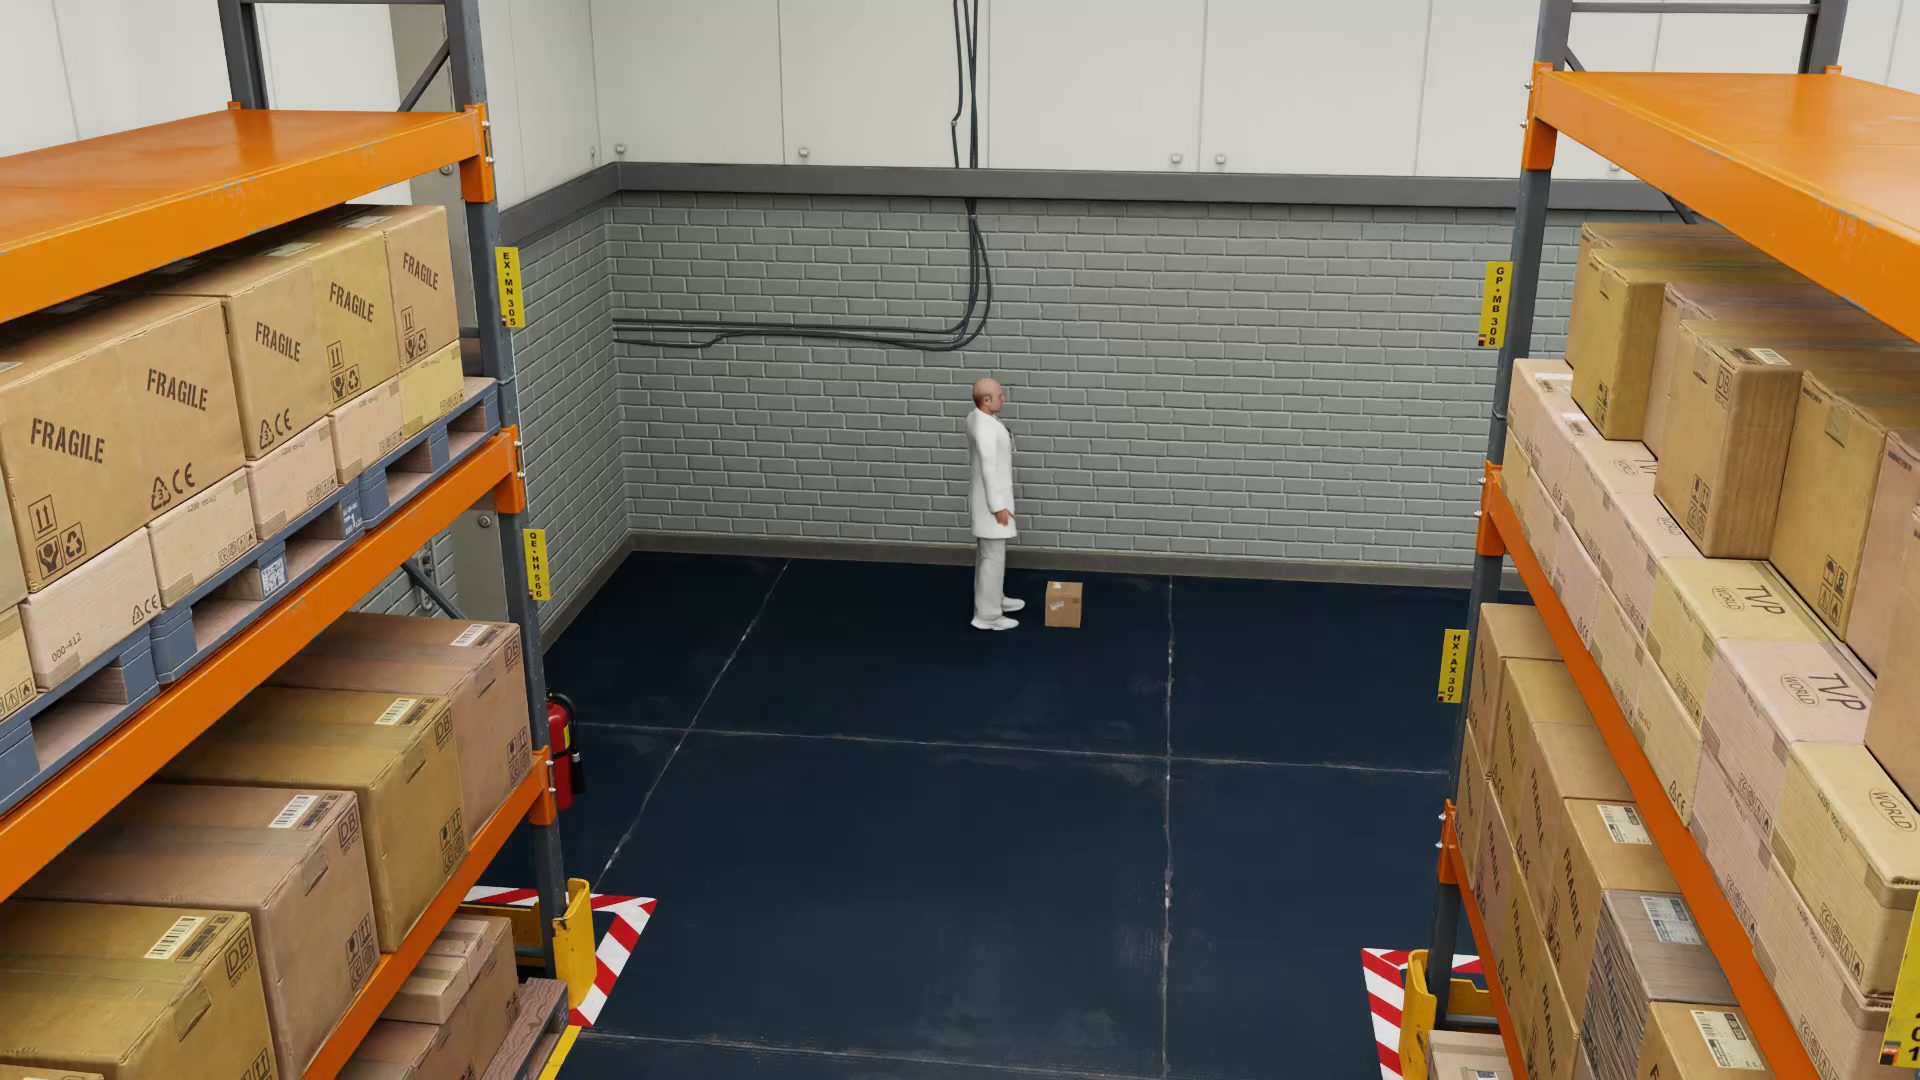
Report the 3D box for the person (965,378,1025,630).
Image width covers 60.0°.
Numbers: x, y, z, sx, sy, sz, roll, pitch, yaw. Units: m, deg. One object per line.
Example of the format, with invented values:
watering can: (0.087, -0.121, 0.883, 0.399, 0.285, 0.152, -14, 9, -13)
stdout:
person: (0.268, -0.271, 11.824, 0.436, 1.818, 0.624, -2, 21, -6)
